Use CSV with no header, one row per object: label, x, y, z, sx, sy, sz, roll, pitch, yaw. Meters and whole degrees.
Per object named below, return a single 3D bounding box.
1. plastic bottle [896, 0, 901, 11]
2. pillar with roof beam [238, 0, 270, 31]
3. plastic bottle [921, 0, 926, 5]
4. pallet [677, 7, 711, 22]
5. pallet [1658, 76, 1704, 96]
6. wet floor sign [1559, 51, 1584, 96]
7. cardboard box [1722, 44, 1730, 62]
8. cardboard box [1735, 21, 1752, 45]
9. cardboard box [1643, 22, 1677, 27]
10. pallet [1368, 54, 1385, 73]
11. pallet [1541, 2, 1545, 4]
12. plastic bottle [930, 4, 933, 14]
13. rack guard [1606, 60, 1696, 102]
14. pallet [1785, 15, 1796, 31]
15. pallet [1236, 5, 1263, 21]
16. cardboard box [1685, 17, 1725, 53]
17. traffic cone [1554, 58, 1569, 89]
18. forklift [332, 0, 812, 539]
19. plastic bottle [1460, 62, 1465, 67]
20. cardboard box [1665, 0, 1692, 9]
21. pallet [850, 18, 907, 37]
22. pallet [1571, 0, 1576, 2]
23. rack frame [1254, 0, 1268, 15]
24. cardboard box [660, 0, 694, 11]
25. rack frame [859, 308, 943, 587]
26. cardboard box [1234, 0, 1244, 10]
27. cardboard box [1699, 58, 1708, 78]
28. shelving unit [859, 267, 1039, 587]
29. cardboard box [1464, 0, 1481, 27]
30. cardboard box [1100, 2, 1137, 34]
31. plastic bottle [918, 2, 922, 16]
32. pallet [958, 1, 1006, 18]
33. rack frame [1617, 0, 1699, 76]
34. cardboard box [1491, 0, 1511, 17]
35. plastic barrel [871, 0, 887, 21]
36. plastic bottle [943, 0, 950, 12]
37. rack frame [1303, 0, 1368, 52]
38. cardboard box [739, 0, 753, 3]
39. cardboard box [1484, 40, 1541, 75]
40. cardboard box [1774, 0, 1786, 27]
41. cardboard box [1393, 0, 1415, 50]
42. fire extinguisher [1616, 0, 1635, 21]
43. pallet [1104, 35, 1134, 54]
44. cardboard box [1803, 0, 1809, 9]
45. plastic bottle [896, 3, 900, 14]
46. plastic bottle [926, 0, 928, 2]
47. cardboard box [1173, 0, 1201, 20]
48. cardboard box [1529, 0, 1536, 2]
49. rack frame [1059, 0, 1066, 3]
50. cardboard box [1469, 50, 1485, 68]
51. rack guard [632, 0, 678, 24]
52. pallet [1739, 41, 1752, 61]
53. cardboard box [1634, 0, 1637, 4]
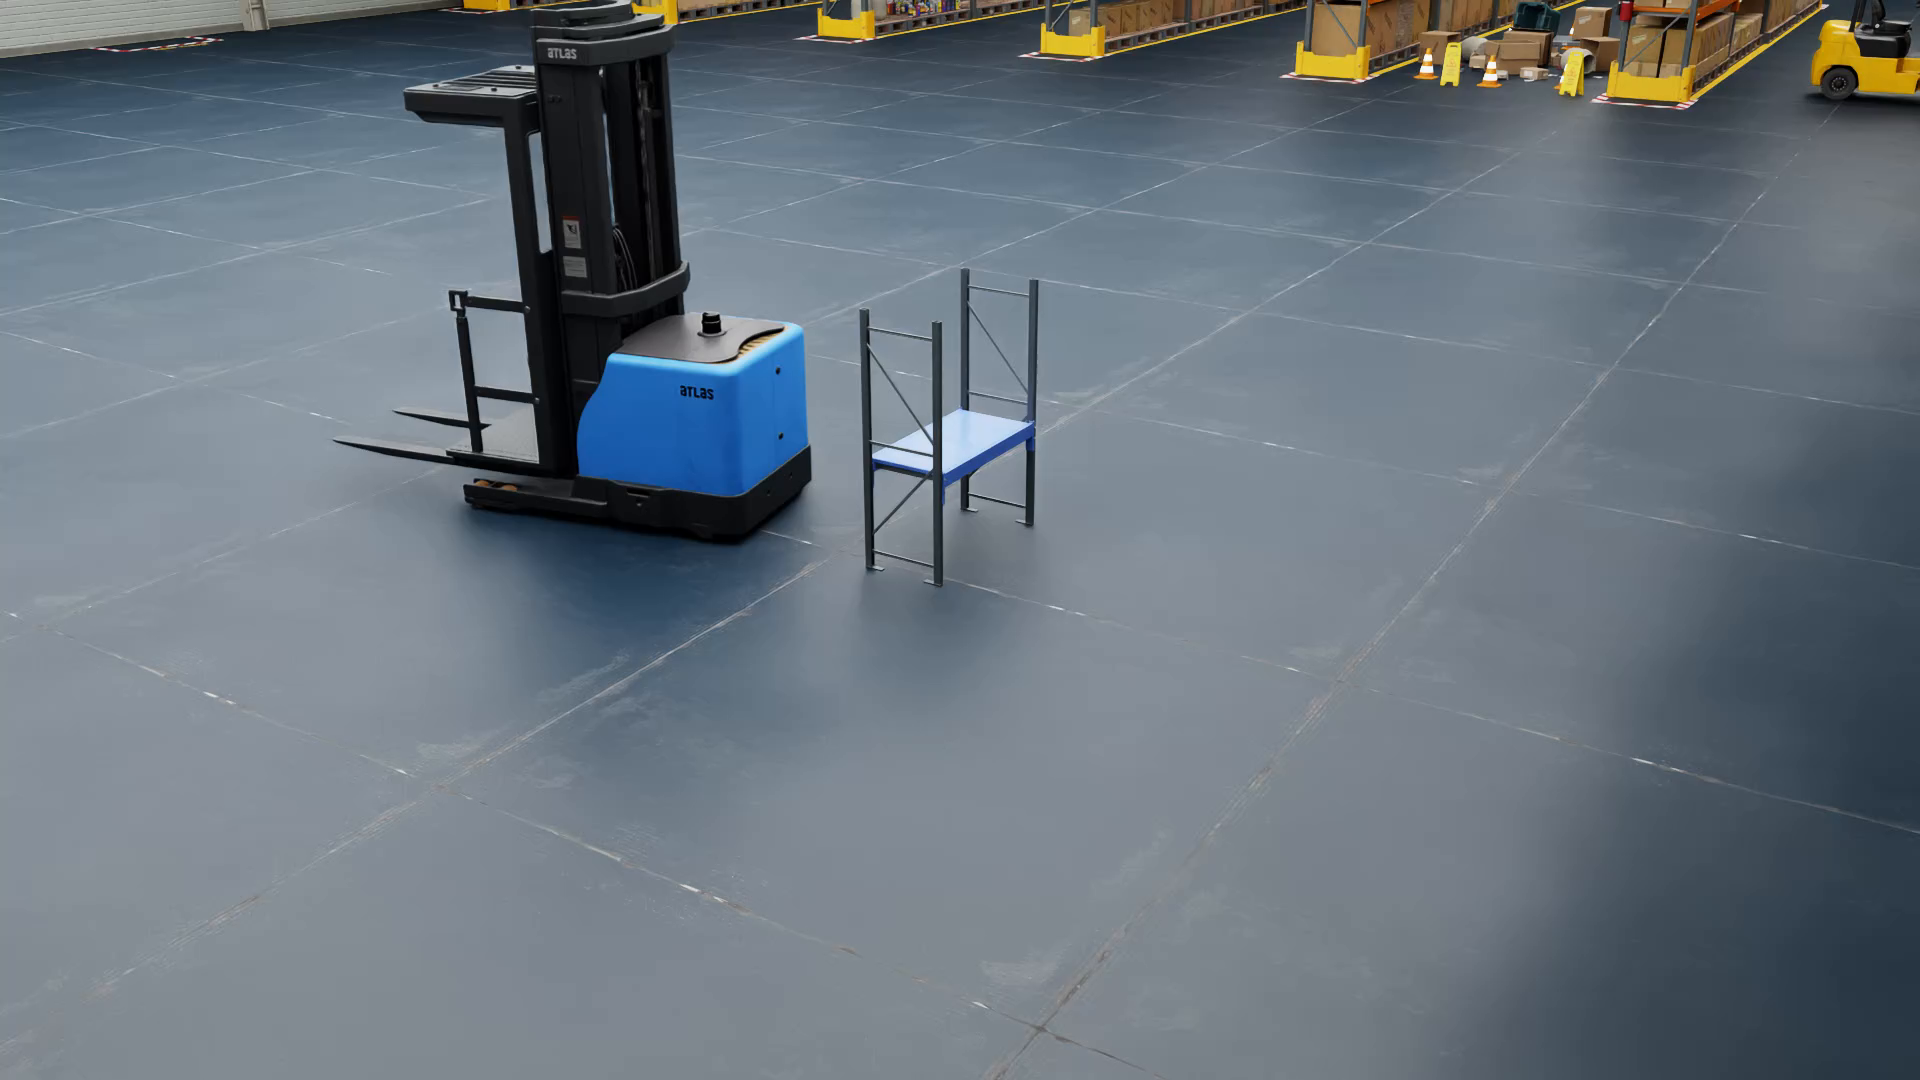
plastic bottle,-1.308,-11.063,34.309,0.144,0.351,0.185,15,28,31
pillar with roof beam,-10.508,-13.501,29.610,9.100,9.000,0.400,14,27,29
plastic bottle,-0.764,-11.302,34.863,0.144,0.351,0.185,14,27,29
pallet,-6.056,-11.208,35.375,1.003,0.211,1.213,14,27,29
pallet,10.908,-7.080,25.838,1.003,0.211,1.213,14,27,29
wet floor sign,9.400,-7.147,25.446,0.232,0.644,0.267,-17,29,-35
cardboard box,12.436,-8.092,27.599,0.500,0.250,0.500,15,28,31
cardboard box,13.535,-9.060,29.681,0.950,0.372,0.625,15,28,31
cardboard box,10.883,-7.844,26.082,0.500,0.500,0.500,15,28,31
pallet,6.506,-8.077,28.141,1.003,0.211,1.213,14,27,29
pallet,12.071,-11.578,36.228,1.003,0.211,1.213,14,27,29
plastic bottle,-0.603,-10.898,34.117,0.097,0.201,0.097,0,23,0
rack guard,10.449,-6.945,25.165,1.175,0.500,0.348,14,27,29
pallet,16.396,-10.561,33.880,1.003,0.211,1.213,14,27,29
pallet,5.796,-11.301,35.589,1.003,0.211,1.213,14,27,29
cardboard box,11.900,-8.092,26.654,0.500,0.500,0.500,15,28,32
traffic cone,9.540,-7.318,26.072,0.336,0.463,0.334,14,27,29
forklift,-2.502,-1.699,9.985,3.031,2.935,1.130,8,25,19
plastic bottle,8.520,-8.166,28.536,0.283,0.061,0.133,5,24,11
cardboard box,10.764,-8.023,24.823,0.380,0.149,0.250,14,27,29
pallet,-1.785,-10.211,33.070,1.003,0.211,1.213,14,27,29
pallet,14.092,-12.898,39.279,1.003,0.211,1.213,14,27,29
rack frame,6.210,-12.844,35.643,1.000,3.000,0.127,14,27,29
cardboard box,-5.952,-11.286,34.978,0.500,0.250,0.500,14,27,29
rack frame,-0.313,-0.488,8.989,0.500,1.500,0.032,14,27,29
cardboard box,5.592,-11.478,35.082,0.700,0.500,0.500,11,26,25
cardboard box,11.345,-7.383,25.961,0.500,0.250,0.500,15,28,31
shelving unit,-0.045,-0.659,9.386,0.538,1.500,1.048,14,27,29
cardboard box,9.514,-10.448,32.412,1.050,0.750,0.750,14,27,30
cardboard box,2.966,-9.813,31.259,0.500,0.500,0.500,17,29,34
plastic bottle,-0.816,-10.794,33.788,0.097,0.271,0.097,0,23,0
pallet,0.273,-11.525,36.107,1.003,0.211,1.213,14,27,29
rack frame,10.409,-8.067,24.609,1.000,3.000,0.127,14,27,29
cardboard box,10.960,-11.001,34.004,0.500,0.500,0.500,13,26,27
plastic barrel,-1.671,-10.640,33.155,0.421,0.512,0.421,0,23,0
plastic bottle,-0.304,-11.175,34.570,0.144,0.351,0.185,12,26,26
rack frame,6.150,-9.070,26.926,1.000,3.000,0.127,14,27,29
cardboard box,-4.896,-11.961,36.536,0.500,0.250,0.500,14,27,29
cardboard box,9.185,-8.045,27.700,0.797,0.503,0.637,-3,24,-7
cardboard box,15.538,-10.501,32.376,0.875,0.875,0.875,14,27,30
cardboard box,7.397,-9.135,29.222,0.875,0.875,0.875,14,27,29
fire extinguisher,9.957,-8.089,24.758,0.296,0.674,0.183,14,27,29
pallet,2.489,-9.156,30.635,1.003,0.211,1.213,14,27,29
cardboard box,17.633,-11.626,35.526,0.875,0.438,0.875,13,27,27
plastic bottle,-1.276,-10.917,34.162,0.097,0.201,0.097,0,23,0
plastic bottle,-0.654,-11.004,34.258,0.061,0.283,0.133,14,27,29
cardboard box,4.442,-10.751,33.402,0.700,0.500,0.500,12,26,25
cardboard box,12.033,-11.690,35.596,0.500,0.500,0.500,13,27,28
rack frame,2.002,-13.882,38.041,1.000,3.000,0.127,14,27,29
cardboard box,8.918,-8.199,28.356,0.396,0.266,0.258,20,30,38
rack guard,-6.437,-11.066,34.682,1.175,0.500,0.348,14,27,29
pallet,13.571,-8.814,29.844,1.003,0.211,1.213,14,27,29
cardboard box,10.464,-8.231,25.305,0.380,0.149,0.250,14,27,28
